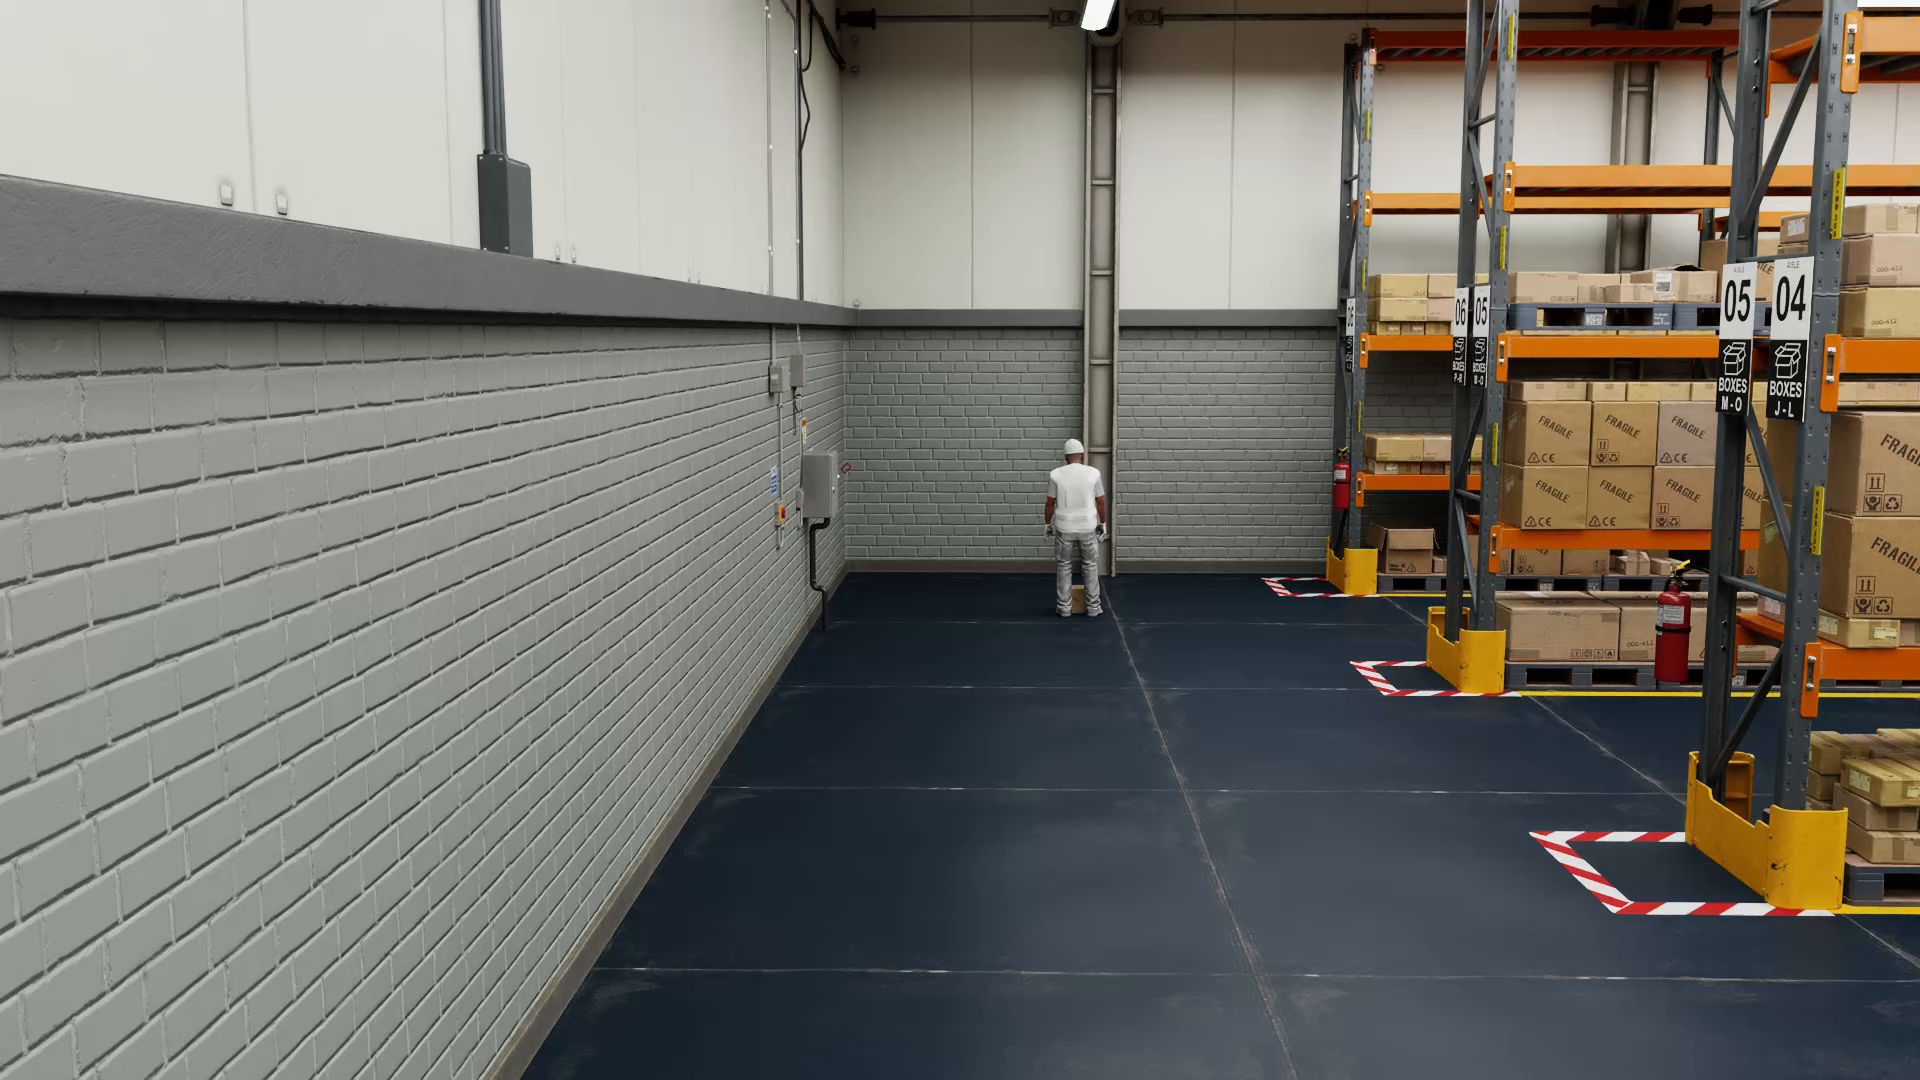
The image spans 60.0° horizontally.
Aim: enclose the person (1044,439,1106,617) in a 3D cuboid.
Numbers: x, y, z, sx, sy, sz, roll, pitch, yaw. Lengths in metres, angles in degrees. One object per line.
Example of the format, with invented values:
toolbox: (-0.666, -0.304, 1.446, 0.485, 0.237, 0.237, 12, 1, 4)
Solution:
person: (1.160, -0.123, 16.701, 0.629, 1.774, 0.453, 0, 7, 0)
